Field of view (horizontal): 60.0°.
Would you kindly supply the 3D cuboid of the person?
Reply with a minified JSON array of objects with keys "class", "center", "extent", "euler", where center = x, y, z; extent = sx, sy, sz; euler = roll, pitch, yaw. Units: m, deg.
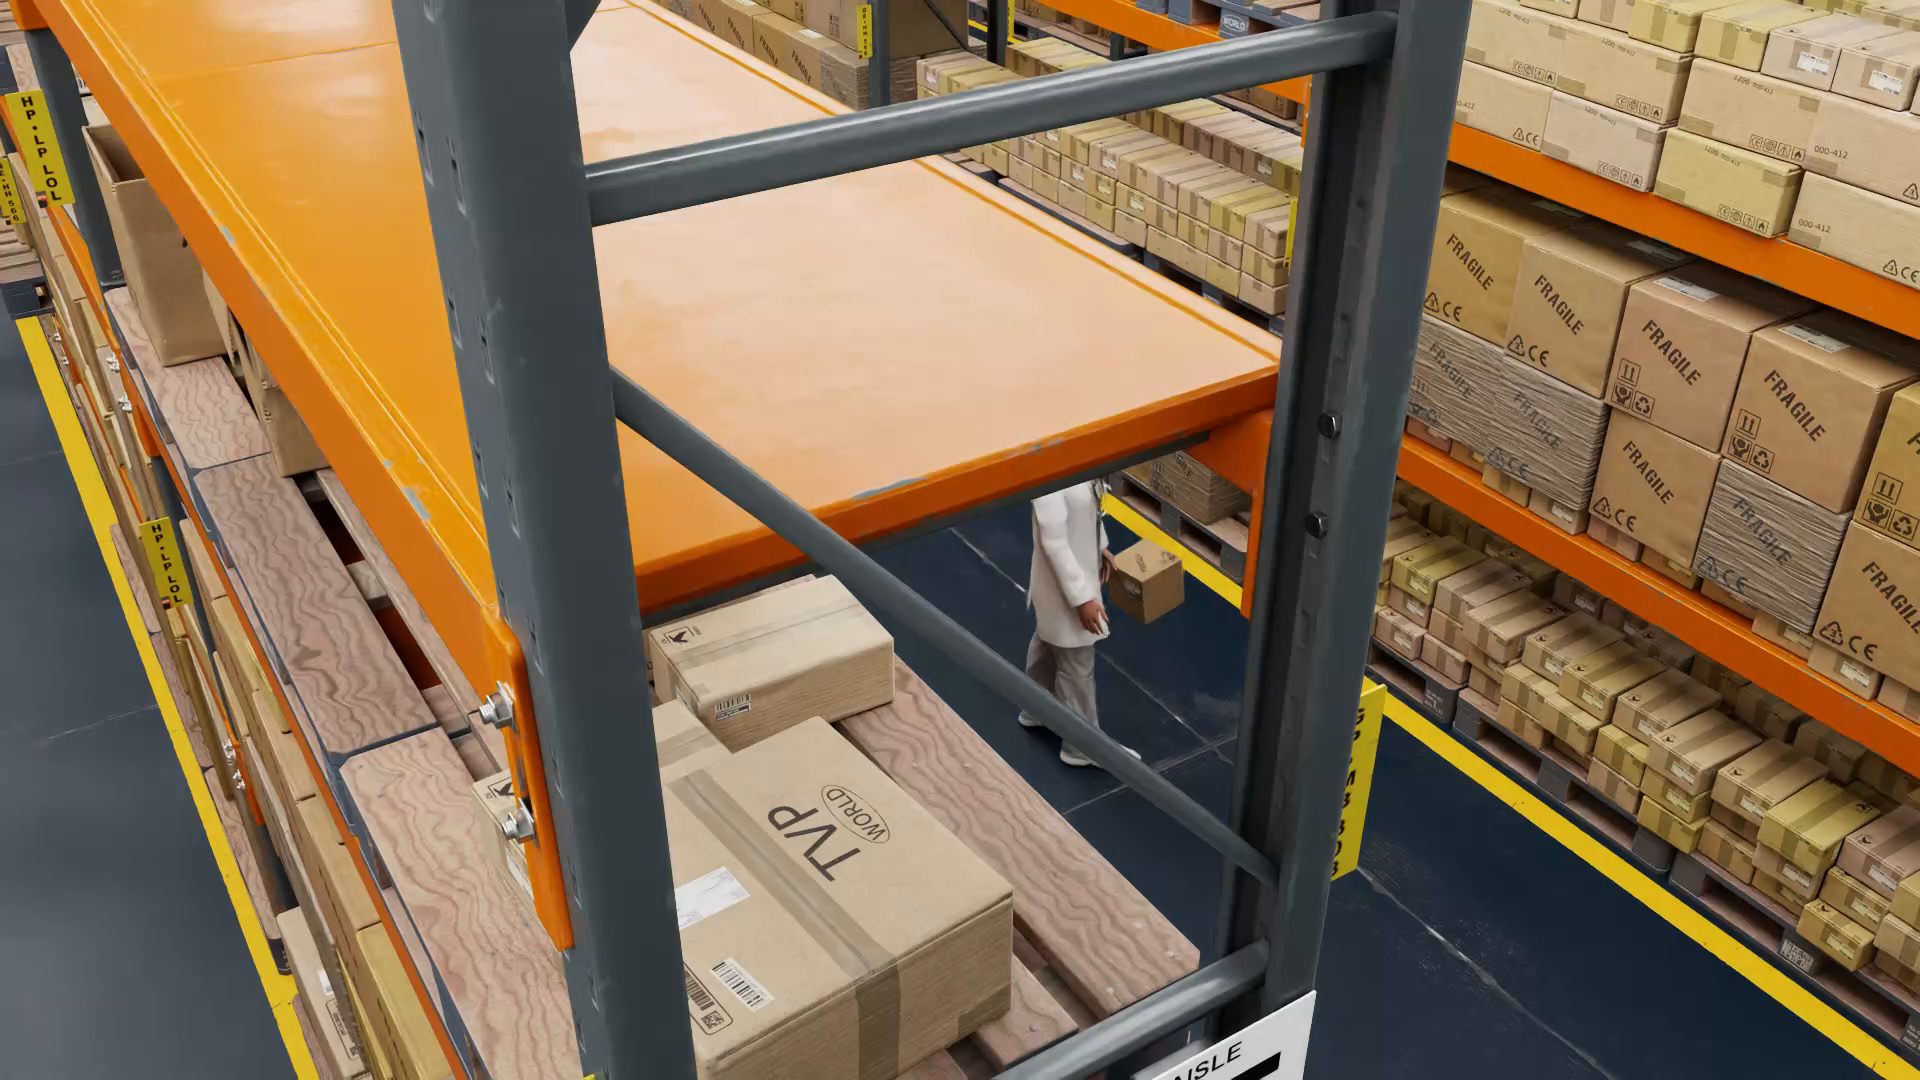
[{"class":"person","center":[0.500,0.167,7.359],"extent":[0.484,1.778,0.640],"euler":[6,33,10]}]
